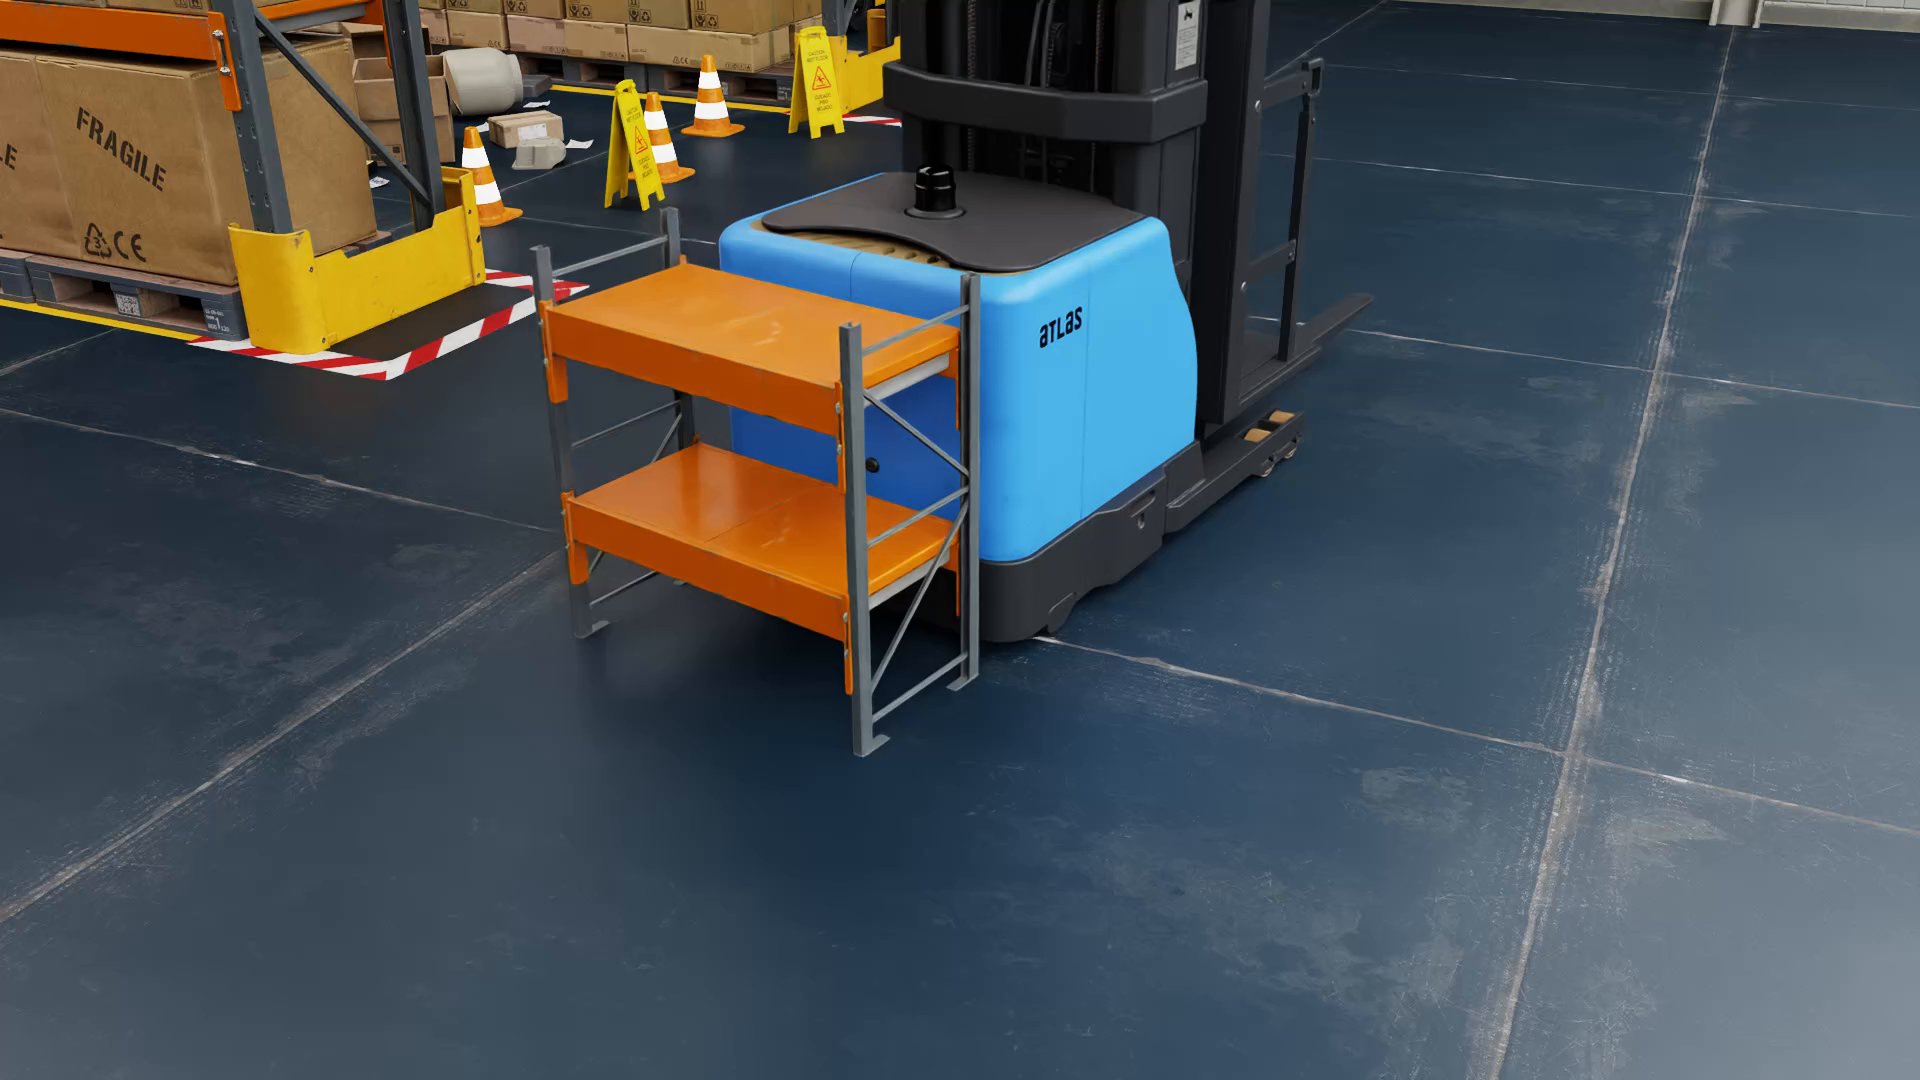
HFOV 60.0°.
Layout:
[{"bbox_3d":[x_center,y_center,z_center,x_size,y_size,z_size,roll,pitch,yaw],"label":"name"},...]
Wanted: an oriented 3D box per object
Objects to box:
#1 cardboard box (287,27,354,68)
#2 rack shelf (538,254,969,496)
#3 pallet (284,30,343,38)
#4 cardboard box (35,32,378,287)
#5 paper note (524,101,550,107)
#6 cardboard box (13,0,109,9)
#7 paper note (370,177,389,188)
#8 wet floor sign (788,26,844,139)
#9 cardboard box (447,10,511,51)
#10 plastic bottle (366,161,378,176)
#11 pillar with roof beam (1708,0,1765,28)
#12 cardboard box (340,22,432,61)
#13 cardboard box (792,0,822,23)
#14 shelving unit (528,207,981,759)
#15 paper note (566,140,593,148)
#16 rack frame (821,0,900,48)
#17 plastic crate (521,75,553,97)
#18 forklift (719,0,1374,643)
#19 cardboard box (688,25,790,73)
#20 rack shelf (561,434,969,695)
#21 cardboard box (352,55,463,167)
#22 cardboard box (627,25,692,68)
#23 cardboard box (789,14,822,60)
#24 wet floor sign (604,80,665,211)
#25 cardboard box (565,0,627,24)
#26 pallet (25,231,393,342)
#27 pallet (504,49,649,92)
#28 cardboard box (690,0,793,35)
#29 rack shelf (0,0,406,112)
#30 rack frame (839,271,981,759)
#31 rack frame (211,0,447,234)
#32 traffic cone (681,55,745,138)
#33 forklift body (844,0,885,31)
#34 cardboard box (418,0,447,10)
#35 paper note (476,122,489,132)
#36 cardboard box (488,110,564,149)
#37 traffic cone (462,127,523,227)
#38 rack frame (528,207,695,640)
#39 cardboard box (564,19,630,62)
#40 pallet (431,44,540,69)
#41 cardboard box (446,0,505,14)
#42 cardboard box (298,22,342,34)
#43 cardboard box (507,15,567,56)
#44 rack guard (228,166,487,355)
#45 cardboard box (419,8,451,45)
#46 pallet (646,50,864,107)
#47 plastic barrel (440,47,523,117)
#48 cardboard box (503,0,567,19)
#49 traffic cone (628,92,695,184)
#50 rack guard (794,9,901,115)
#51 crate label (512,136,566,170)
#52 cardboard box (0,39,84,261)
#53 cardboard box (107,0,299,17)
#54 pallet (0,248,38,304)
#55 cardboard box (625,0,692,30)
[{"bbox_3d":[-4.134,-2.782,10.177,0.503,0.637,0.797,11,28,22],"label":"cardboard box"},{"bbox_3d":[-0.520,-0.447,4.221,1.000,0.278,0.538,18,31,32],"label":"rack shelf"},{"bbox_3d":[-4.983,-3.992,13.119,1.213,0.211,1.003,11,28,22],"label":"pallet"},{"bbox_3d":[-3.235,-1.694,7.224,0.875,0.875,0.875,12,28,22],"label":"cardboard box"},{"bbox_3d":[-2.842,-2.931,11.169,0.148,0.019,0.142,2,26,4],"label":"paper note"},{"bbox_3d":[-3.456,-2.570,6.904,0.550,0.550,0.875,11,28,22],"label":"cardboard box"},{"bbox_3d":[-3.277,-1.990,9.260,0.142,0.017,0.144,23,35,39],"label":"paper note"},{"bbox_3d":[-0.903,-2.849,10.306,0.232,0.644,0.267,23,35,39],"label":"wet floor sign"},{"bbox_3d":[-3.358,-3.747,12.102,0.500,0.250,0.500,13,29,25],"label":"cardboard box"},{"bbox_3d":[-3.489,-2.127,9.500,0.283,0.061,0.133,2,26,4],"label":"plastic bottle"},{"bbox_3d":[4.837,-6.720,8.711,0.400,9.000,9.100,11,28,22],"label":"pillar with roof beam"},{"bbox_3d":[-3.862,-3.238,11.258,0.500,0.500,0.500,-12,29,-23],"label":"cardboard box"},{"bbox_3d":[-1.275,-3.924,11.613,0.500,0.500,0.500,10,28,20],"label":"cardboard box"},{"bbox_3d":[-0.520,-0.184,4.350,1.048,1.125,0.538,18,31,32],"label":"shelving unit"},{"bbox_3d":[-2.317,-2.410,10.111,0.142,0.019,0.148,2,26,4],"label":"paper note"},{"bbox_3d":[-0.633,-4.370,10.730,0.127,3.000,1.000,11,28,22],"label":"rack frame"},{"bbox_3d":[-3.184,-3.175,11.608,0.583,0.080,0.402,2,26,4],"label":"plastic crate"},{"bbox_3d":[0.557,-1.635,5.254,1.130,2.935,3.031,17,31,30],"label":"forklift"},{"bbox_3d":[-1.502,-3.369,11.334,0.500,0.250,0.500,11,28,22],"label":"cardboard box"},{"bbox_3d":[-0.519,0.035,4.459,1.000,0.278,0.538,18,31,32],"label":"rack shelf"},{"bbox_3d":[-3.280,-2.553,9.866,0.637,0.503,0.797,-7,27,-14],"label":"cardboard box"},{"bbox_3d":[-1.948,-3.462,11.524,0.500,0.250,0.500,11,28,22],"label":"cardboard box"},{"bbox_3d":[-1.253,-3.584,11.770,0.500,0.250,0.500,11,28,21],"label":"cardboard box"},{"bbox_3d":[-1.744,-2.096,8.776,0.232,0.644,0.267,6,27,13],"label":"wet floor sign"},{"bbox_3d":[-2.403,-3.892,11.548,0.500,0.500,0.500,11,28,21],"label":"cardboard box"},{"bbox_3d":[-3.350,-1.225,7.499,1.213,0.211,1.003,11,28,22],"label":"pallet"},{"bbox_3d":[-2.534,-3.519,12.159,1.213,0.211,1.003,11,28,22],"label":"pallet"},{"bbox_3d":[-1.470,-3.703,11.164,0.500,0.500,0.500,12,28,22],"label":"cardboard box"},{"bbox_3d":[-4.410,-2.404,7.552,4.000,0.370,1.077,11,28,22],"label":"rack shelf"},{"bbox_3d":[-0.108,-0.052,4.082,0.032,1.125,0.500,18,31,32],"label":"rack frame"},{"bbox_3d":[-2.590,-2.361,6.650,0.127,3.000,1.000,11,28,22],"label":"rack frame"},{"bbox_3d":[-1.558,-2.792,10.397,0.334,0.463,0.336,11,28,22],"label":"traffic cone"},{"bbox_3d":[-1.063,-5.599,14.187,1.214,2.155,2.313,11,28,22],"label":"forklift body"},{"bbox_3d":[-3.849,-4.176,12.125,0.500,0.500,0.500,13,29,24],"label":"cardboard box"},{"bbox_3d":[-3.028,-2.621,10.552,0.142,0.019,0.148,23,35,39],"label":"paper note"},{"bbox_3d":[-2.662,-2.518,10.197,0.380,0.149,0.250,-18,31,-31],"label":"cardboard box"},{"bbox_3d":[-2.486,-1.891,8.567,0.334,0.463,0.336,11,28,22],"label":"traffic cone"},{"bbox_3d":[-0.931,-0.316,4.619,0.032,1.125,0.500,18,31,32],"label":"rack frame"},{"bbox_3d":[-2.427,-3.556,11.714,0.500,0.250,0.500,10,28,20],"label":"cardboard box"},{"bbox_3d":[-3.648,-3.742,12.611,1.213,0.211,1.003,11,28,22],"label":"pallet"},{"bbox_3d":[-3.357,-4.083,11.936,0.500,0.500,0.500,13,29,24],"label":"cardboard box"},{"bbox_3d":[-4.753,-4.206,12.896,0.625,0.372,0.950,12,29,22],"label":"cardboard box"},{"bbox_3d":[-2.874,-3.651,11.907,0.500,0.250,0.500,11,28,21],"label":"cardboard box"},{"bbox_3d":[-2.568,-1.235,7.193,0.348,0.500,1.175,11,28,22],"label":"rack guard"},{"bbox_3d":[-3.849,-3.840,12.291,0.500,0.250,0.500,10,28,19],"label":"cardboard box"},{"bbox_3d":[-1.427,-3.296,11.705,1.213,0.211,1.003,11,28,22],"label":"pallet"},{"bbox_3d":[-3.140,-2.983,10.830,0.512,0.421,0.421,-12,29,-23],"label":"plastic barrel"},{"bbox_3d":[-2.885,-3.988,11.742,0.500,0.500,0.500,13,29,24],"label":"cardboard box"},{"bbox_3d":[-1.708,-2.283,9.364,0.334,0.463,0.336,11,28,22],"label":"traffic cone"},{"bbox_3d":[-0.702,-3.262,11.310,0.348,0.500,1.175,11,28,22],"label":"rack guard"},{"bbox_3d":[-2.450,-2.256,9.677,0.298,0.136,0.250,-2,26,-5],"label":"crate label"},{"bbox_3d":[-4.036,-1.854,7.549,0.875,0.875,0.875,11,28,21],"label":"cardboard box"},{"bbox_3d":[-2.946,-2.478,6.718,0.550,0.550,0.875,11,28,22],"label":"cardboard box"},{"bbox_3d":[-4.457,-1.449,7.953,1.213,0.211,1.003,11,28,22],"label":"pallet"},{"bbox_3d":[-1.947,-3.797,11.355,0.500,0.500,0.500,12,29,24],"label":"cardboard box"}]
